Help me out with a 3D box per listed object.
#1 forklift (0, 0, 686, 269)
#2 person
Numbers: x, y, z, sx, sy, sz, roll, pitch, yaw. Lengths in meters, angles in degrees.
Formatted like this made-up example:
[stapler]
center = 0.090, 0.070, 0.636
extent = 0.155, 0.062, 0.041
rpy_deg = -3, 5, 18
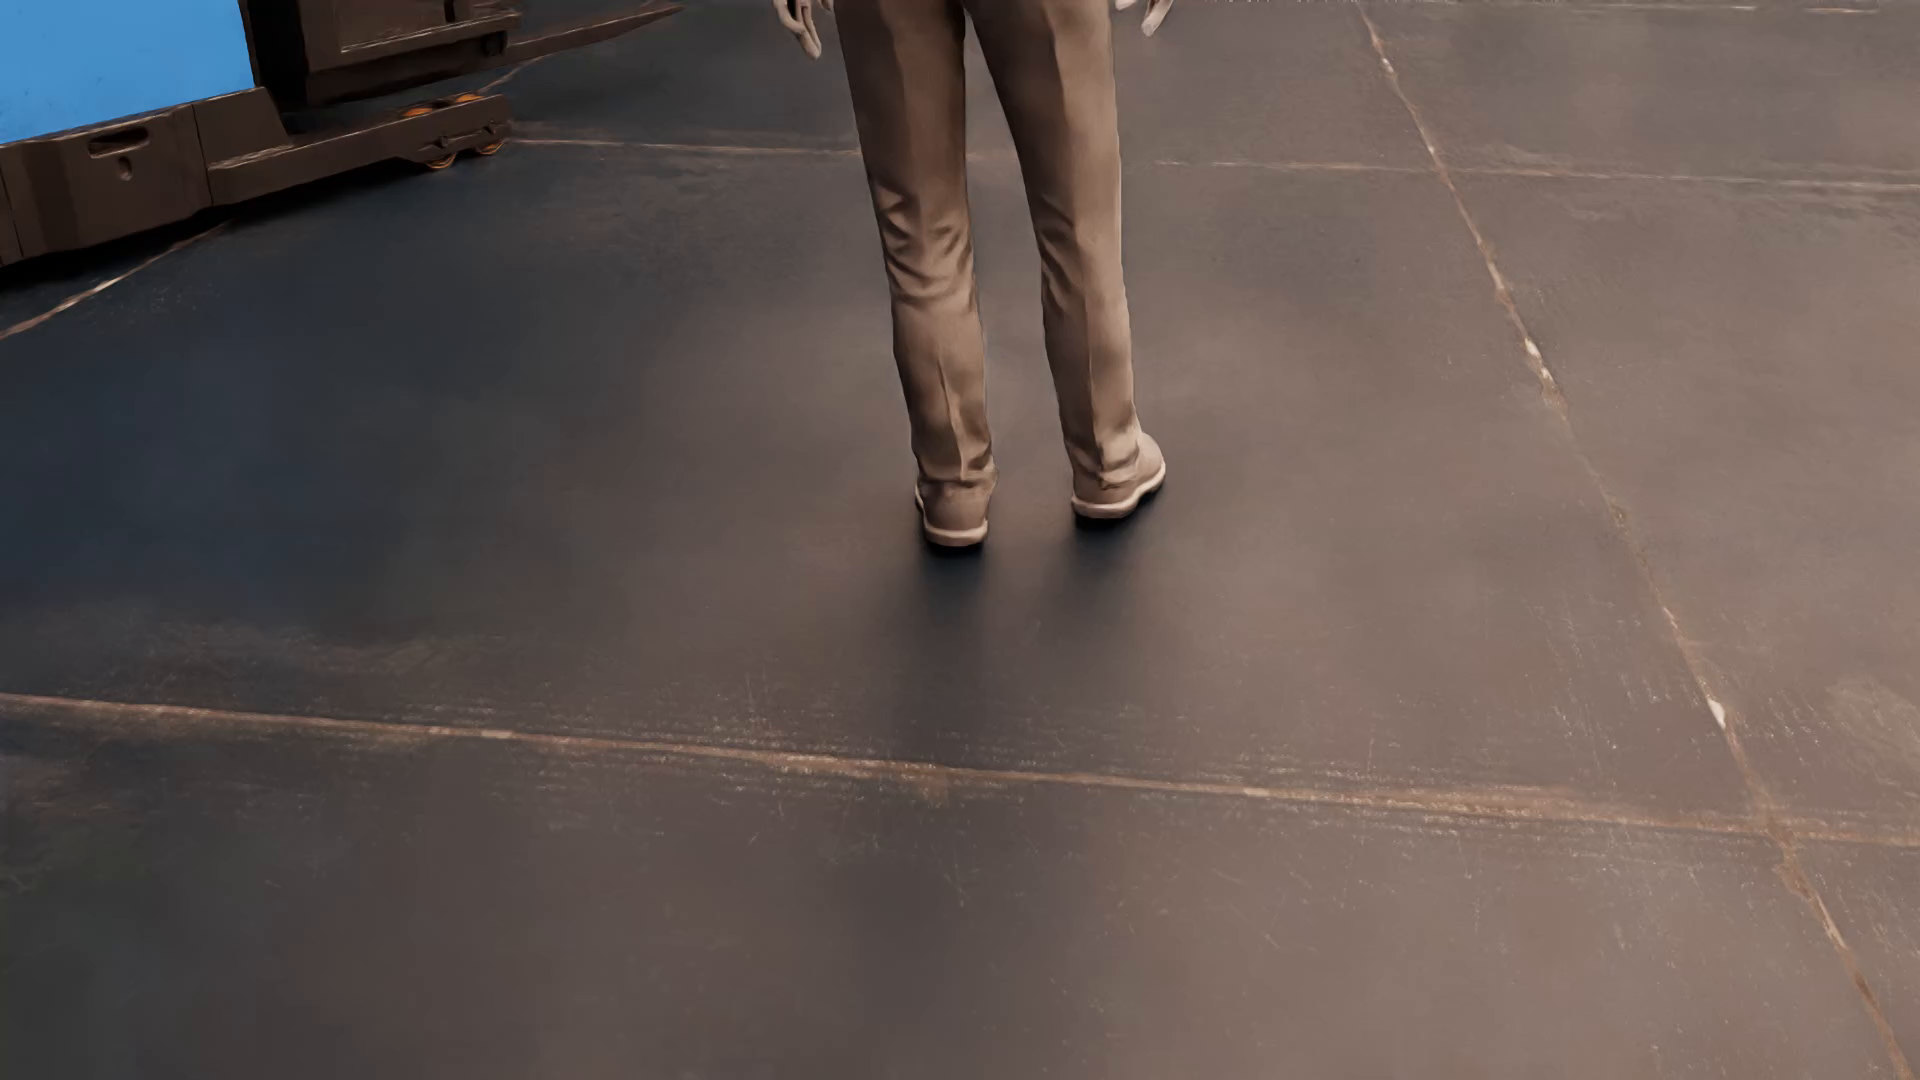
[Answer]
[forklift]
center = -1.923, -2.397, 4.021
extent = 1.130, 2.935, 3.031
rpy_deg = 13, 29, 24
[person]
center = 0.016, -0.794, 2.178
extent = 0.586, 1.695, 0.532
rpy_deg = 3, 27, 7
